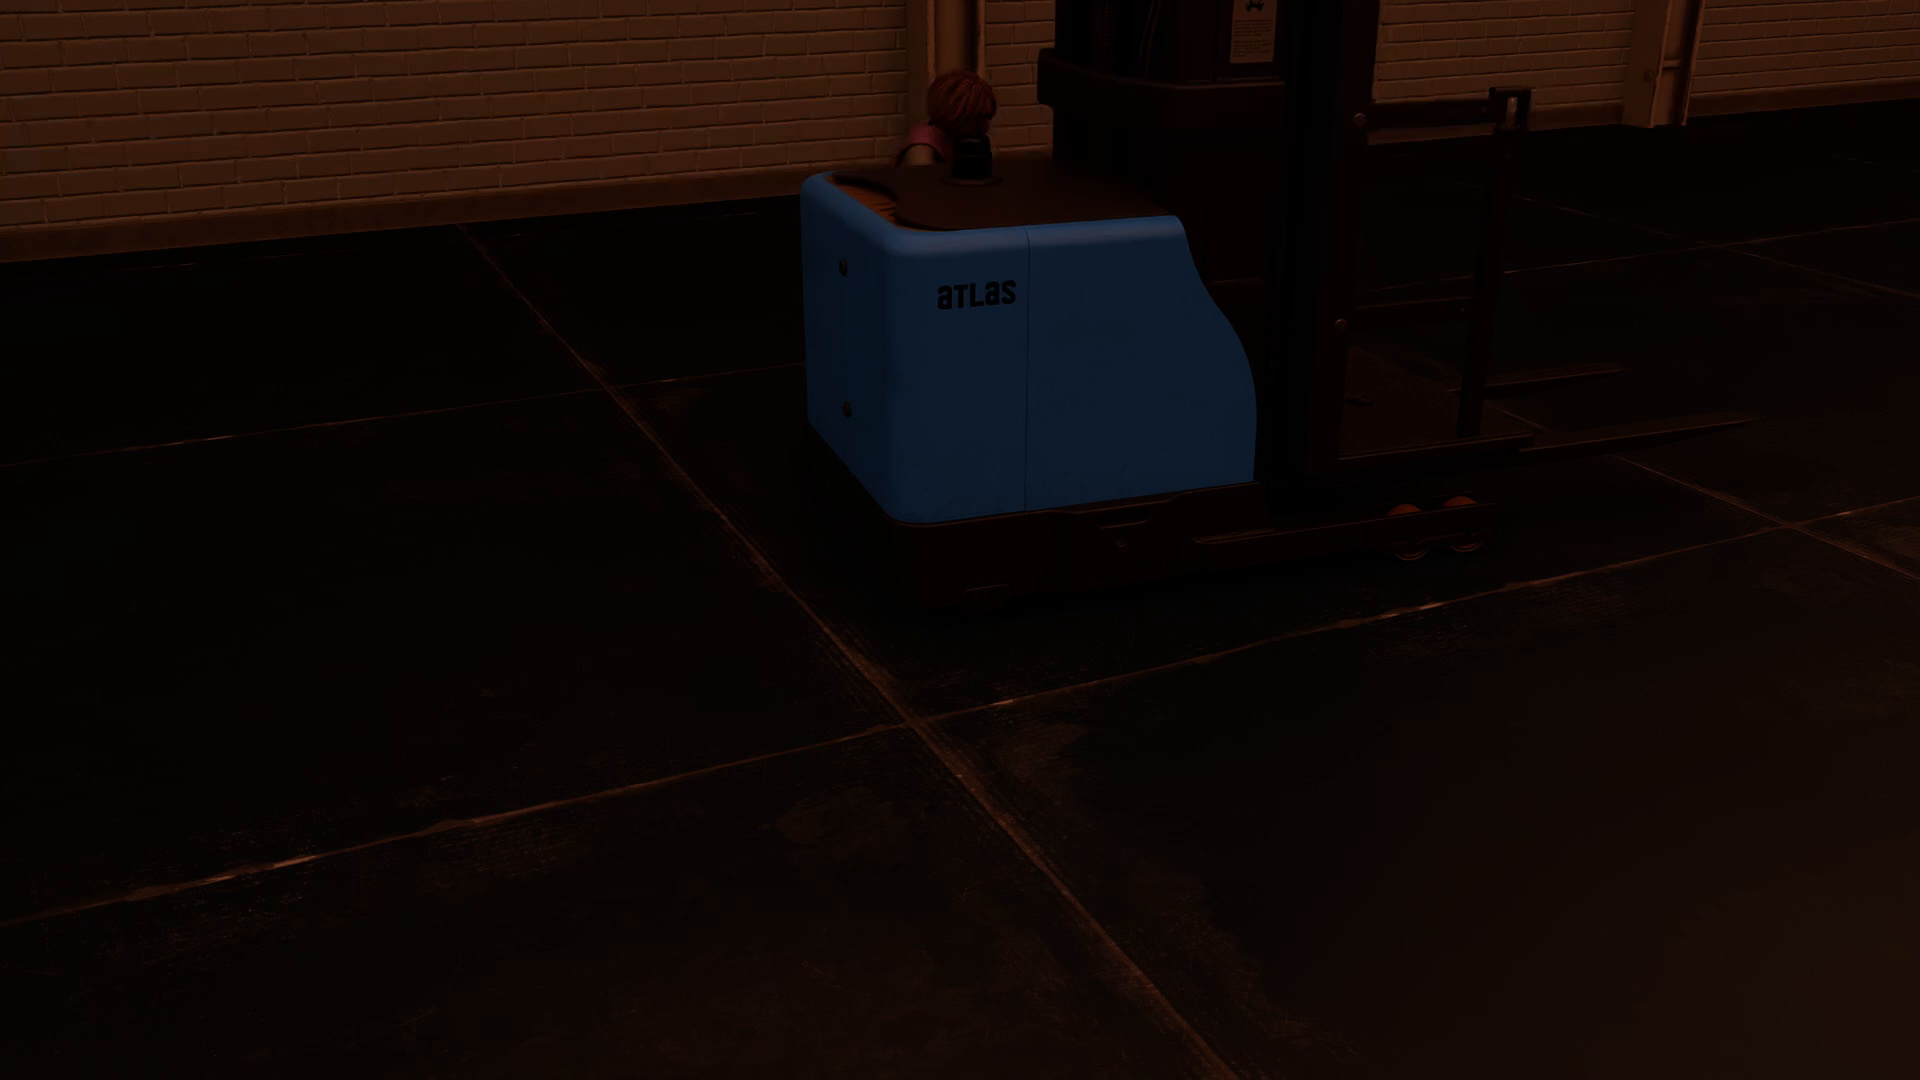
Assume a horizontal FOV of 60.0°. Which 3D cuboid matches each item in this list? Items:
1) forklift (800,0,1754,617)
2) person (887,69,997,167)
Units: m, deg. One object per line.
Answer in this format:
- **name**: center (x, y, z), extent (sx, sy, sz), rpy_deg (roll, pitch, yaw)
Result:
- **forklift**: center (1.084, -1.473, 4.833), extent (3.031, 2.935, 1.130), rpy_deg (-8, 24, -18)
- **person**: center (0.109, -0.862, 5.543), extent (0.823, 1.359, 0.778), rpy_deg (10, 25, 23)
